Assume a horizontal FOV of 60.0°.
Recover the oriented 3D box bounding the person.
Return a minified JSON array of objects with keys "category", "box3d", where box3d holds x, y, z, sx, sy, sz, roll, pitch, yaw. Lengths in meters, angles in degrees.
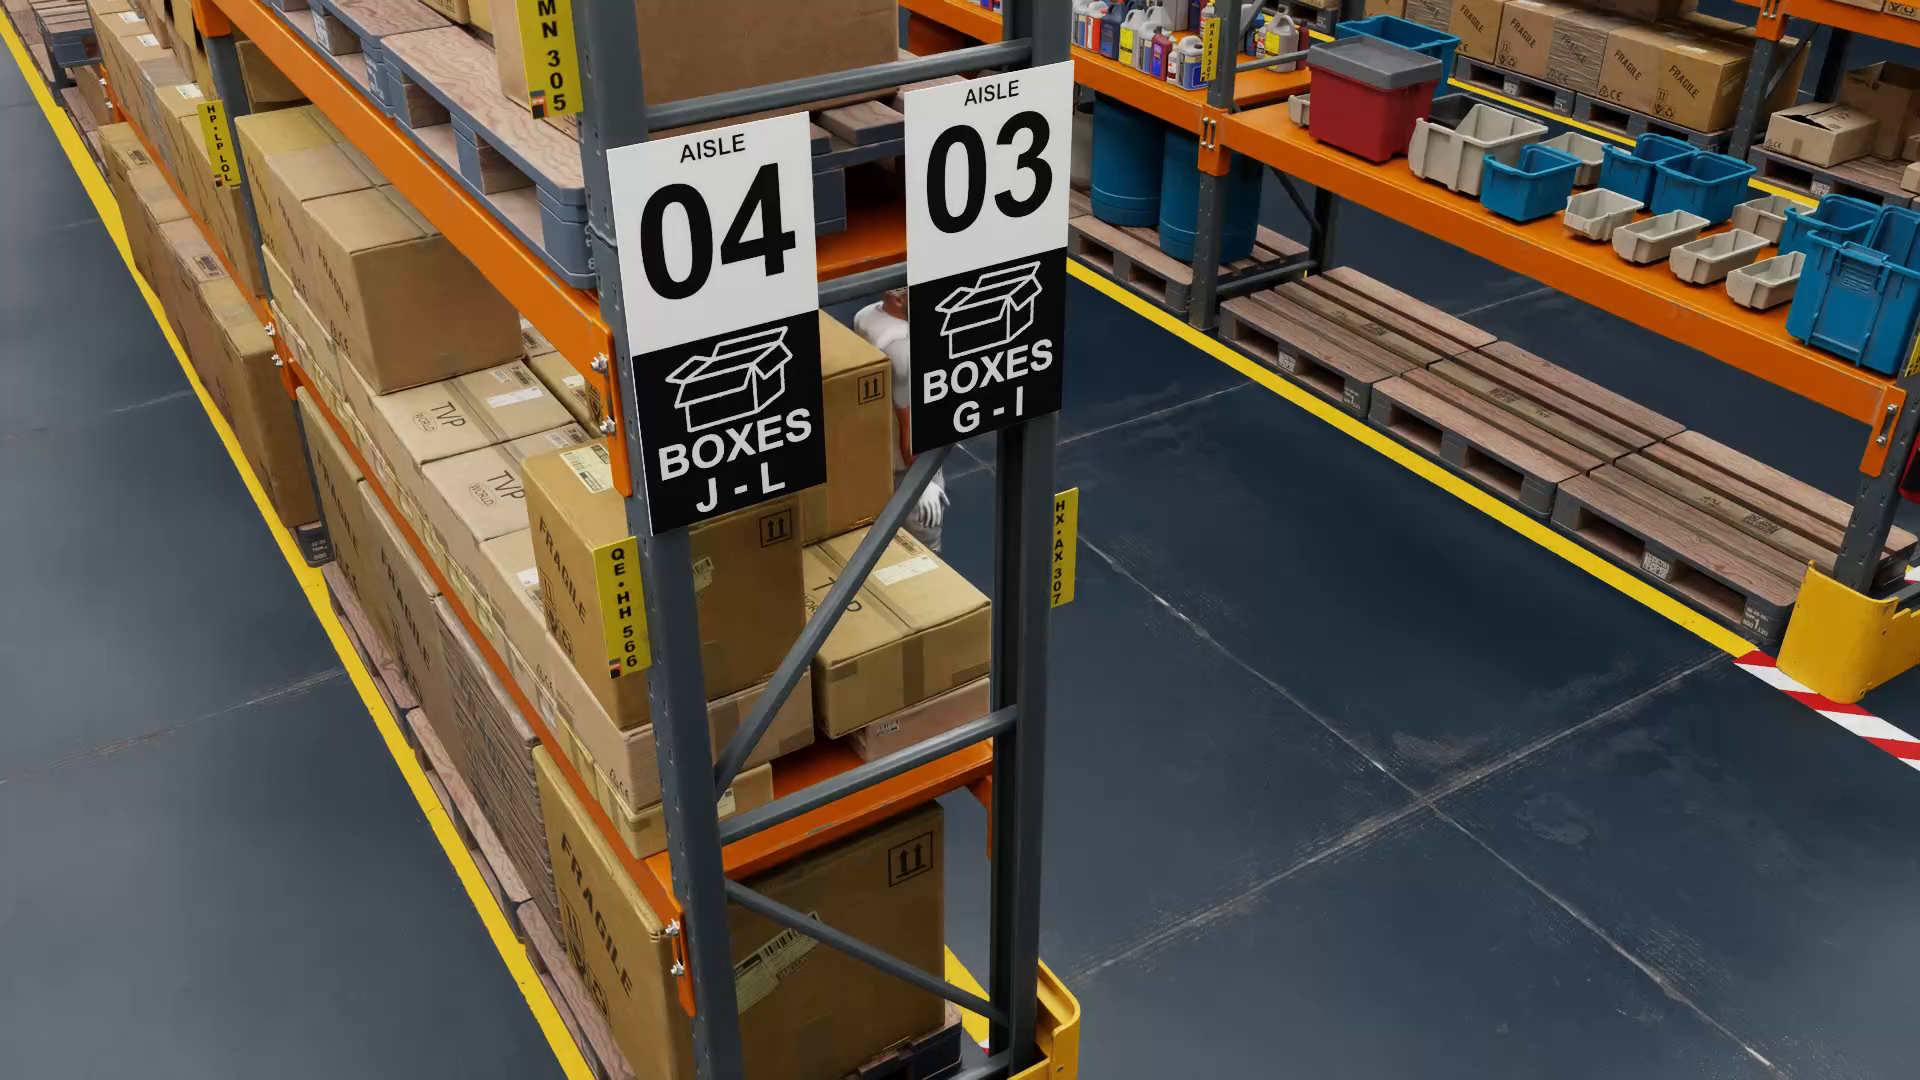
[{"category":"person","box3d":[-0.231,-0.334,6.636,0.577,1.791,0.721,-12,34,-19]}]
